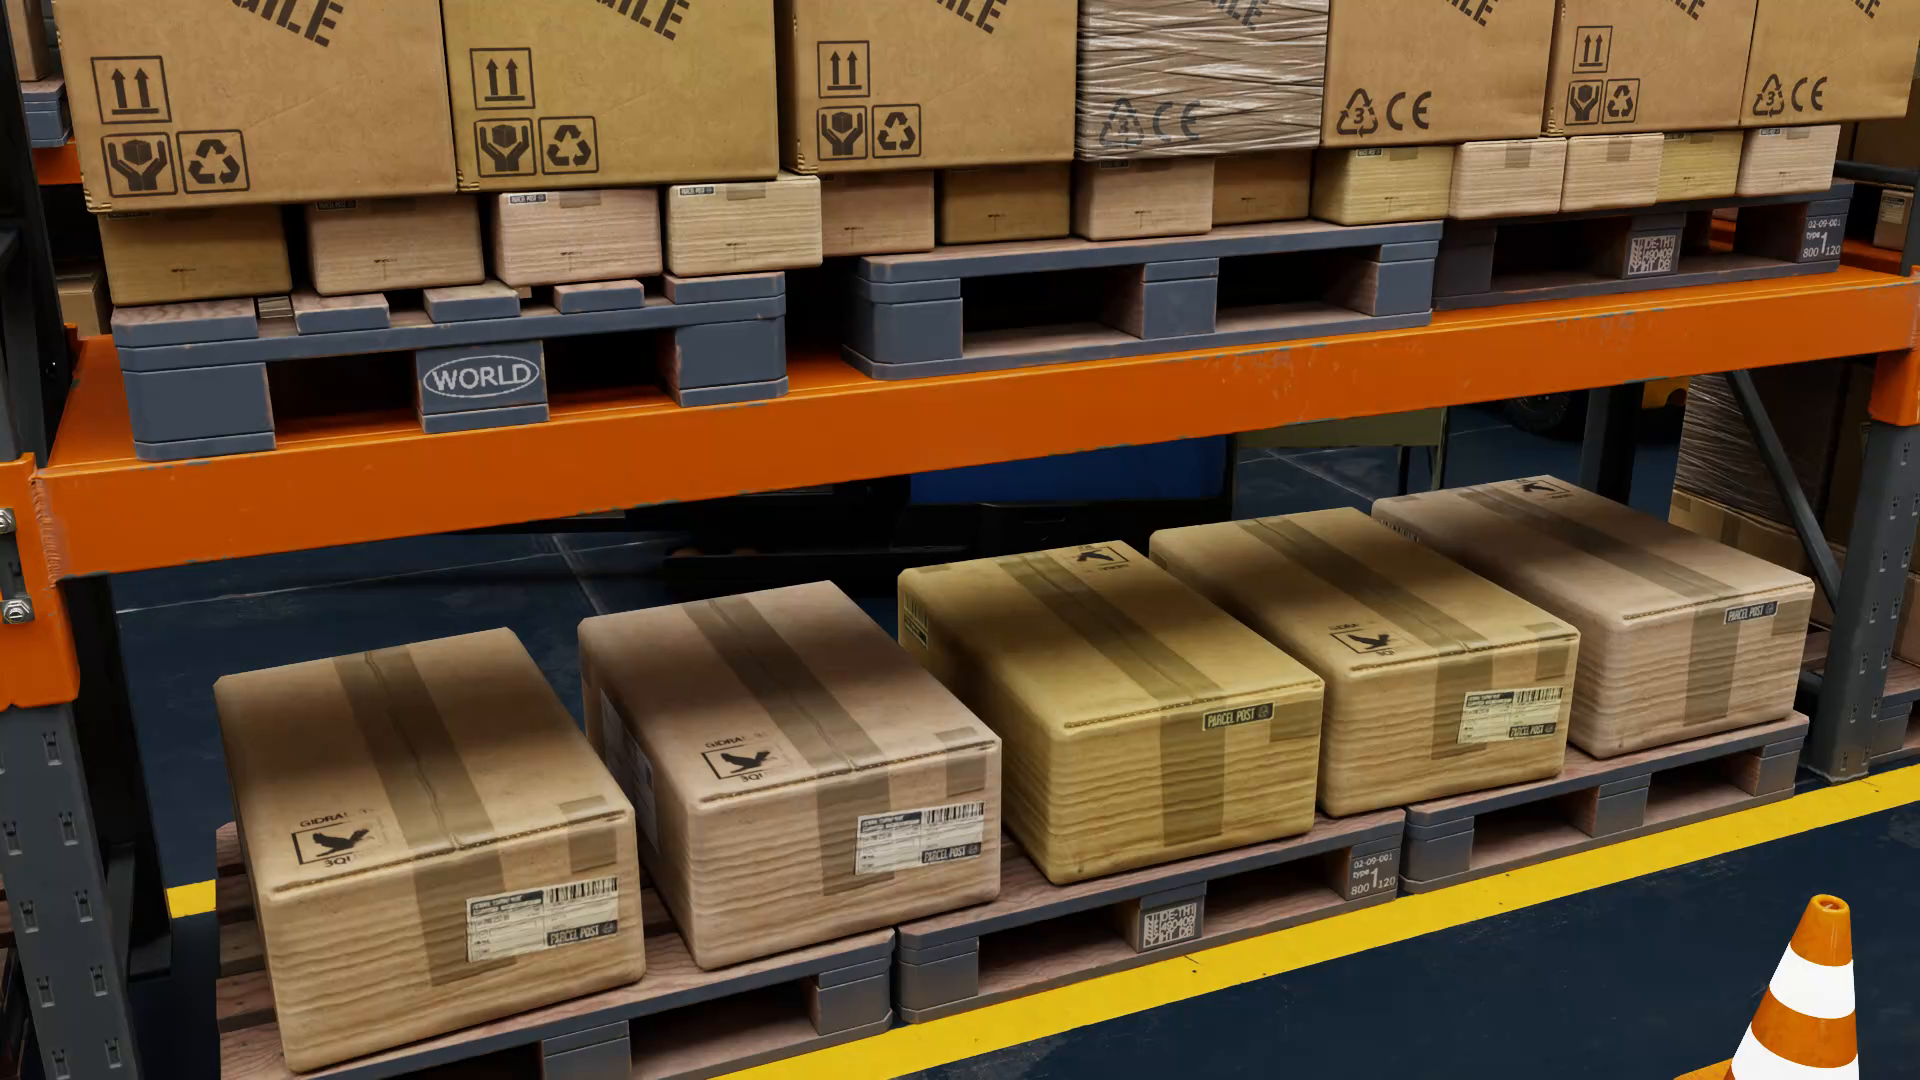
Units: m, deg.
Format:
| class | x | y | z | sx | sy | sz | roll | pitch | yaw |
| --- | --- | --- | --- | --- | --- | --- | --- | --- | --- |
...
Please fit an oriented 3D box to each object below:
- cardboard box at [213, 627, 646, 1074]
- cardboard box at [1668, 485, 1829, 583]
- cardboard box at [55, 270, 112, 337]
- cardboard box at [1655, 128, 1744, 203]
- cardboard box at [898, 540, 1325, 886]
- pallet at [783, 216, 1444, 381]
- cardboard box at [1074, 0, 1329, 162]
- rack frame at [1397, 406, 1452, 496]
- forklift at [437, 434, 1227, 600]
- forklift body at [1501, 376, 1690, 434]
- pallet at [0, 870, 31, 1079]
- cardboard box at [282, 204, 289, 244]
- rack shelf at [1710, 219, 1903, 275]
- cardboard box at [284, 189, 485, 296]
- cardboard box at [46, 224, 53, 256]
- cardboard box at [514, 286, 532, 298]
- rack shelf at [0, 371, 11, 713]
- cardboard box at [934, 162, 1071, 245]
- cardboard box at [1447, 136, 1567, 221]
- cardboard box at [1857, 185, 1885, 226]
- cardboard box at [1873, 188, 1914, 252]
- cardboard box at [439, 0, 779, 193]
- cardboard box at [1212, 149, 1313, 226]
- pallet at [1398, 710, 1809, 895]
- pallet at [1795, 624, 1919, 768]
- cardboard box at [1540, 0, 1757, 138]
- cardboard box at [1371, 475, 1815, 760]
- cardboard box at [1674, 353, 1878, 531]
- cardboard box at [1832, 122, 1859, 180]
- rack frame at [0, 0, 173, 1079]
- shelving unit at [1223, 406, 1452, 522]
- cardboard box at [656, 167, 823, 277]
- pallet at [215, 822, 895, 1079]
| class | x | y | z | sx | sy | sz | roll | pitch | yaw |
| --- | --- | --- | --- | --- | --- | --- | --- | --- | --- |
| cardboard box | -1.068 | 0.550 | 3.268 | 0.625 | 0.372 | 0.950 | -10 | 22 | -26 |
| cardboard box | 2.519 | -0.007 | 5.034 | 0.500 | 0.250 | 0.500 | -7 | 21 | -19 |
| cardboard box | -3.863 | -0.831 | 6.998 | 0.500 | 0.500 | 0.500 | -8 | 21 | -20 |
| cardboard box | 1.470 | -0.845 | 3.651 | 0.250 | 0.149 | 0.380 | -9 | 21 | -24 |
| cardboard box | 0.305 | 0.352 | 3.829 | 0.625 | 0.372 | 0.950 | -7 | 21 | -20 |
| pallet | 0.211 | -0.603 | 3.506 | 1.213 | 0.211 | 1.003 | -8 | 21 | -22 |
| cardboard box | 0.337 | -1.000 | 3.116 | 0.500 | 0.500 | 0.500 | -9 | 21 | -24 |
| rack frame | 1.637 | -0.695 | 5.739 | 0.023 | 1.500 | 0.400 | -1 | 19 | -4 |
| forklift | -0.646 | -1.368 | 5.495 | 3.031 | 2.935 | 1.130 | -1 | 19 | -4 |
| forklift body | 2.767 | -1.780 | 7.838 | 1.214 | 2.155 | 2.313 | -8 | 21 | -22 |
| pallet | -2.344 | 0.976 | 2.933 | 1.213 | 0.211 | 1.003 | -8 | 21 | -22 |
| cardboard box | -1.165 | -0.672 | 3.160 | 0.250 | 0.149 | 0.380 | -8 | 21 | -21 |
| rack shelf | 3.919 | -0.870 | 5.060 | 4.000 | 0.370 | 1.077 | -8 | 21 | -22 |
| cardboard box | -0.945 | -0.513 | 2.708 | 0.250 | 0.149 | 0.380 | -10 | 22 | -25 |
| cardboard box | -4.162 | -1.285 | 7.309 | 0.250 | 0.149 | 0.380 | -7 | 21 | -19 |
| cardboard box | -2.385 | -1.178 | 7.793 | 0.625 | 0.625 | 0.875 | -7 | 21 | -20 |
| rack shelf | -3.427 | 0.182 | 2.071 | 4.000 | 0.370 | 1.077 | -8 | 21 | -22 |
| cardboard box | 0.019 | -0.669 | 3.152 | 0.250 | 0.149 | 0.380 | -7 | 21 | -20 |
| cardboard box | 1.015 | -0.765 | 3.425 | 0.250 | 0.149 | 0.380 | -8 | 21 | -21 |
| cardboard box | 2.483 | -0.998 | 4.719 | 0.250 | 0.149 | 0.380 | -8 | 21 | -21 |
| cardboard box | 2.499 | -0.772 | 4.075 | 0.250 | 0.149 | 0.380 | -8 | 21 | -22 |
| cardboard box | -0.610 | -0.865 | 2.732 | 0.500 | 0.500 | 0.500 | -7 | 21 | -19 |
| cardboard box | 0.494 | -0.741 | 3.356 | 0.250 | 0.149 | 0.380 | -9 | 21 | -24 |
| pallet | 1.368 | 0.472 | 4.365 | 1.213 | 0.211 | 1.003 | -8 | 21 | -22 |
| pallet | 2.685 | 0.270 | 4.938 | 1.213 | 0.211 | 1.003 | -8 | 21 | -22 |
| cardboard box | 1.294 | -1.136 | 3.500 | 0.500 | 0.500 | 0.500 | -8 | 21 | -22 |
| cardboard box | 1.602 | 0.165 | 4.362 | 0.625 | 0.372 | 0.950 | -8 | 21 | -21 |
| cardboard box | 2.519 | -0.361 | 4.909 | 0.500 | 0.500 | 0.500 | -8 | 21 | -23 |
| cardboard box | 2.392 | -1.268 | 4.509 | 0.500 | 0.500 | 0.500 | -9 | 21 | -23 |
| rack frame | -1.590 | -0.420 | 2.699 | 0.127 | 3.000 | 1.000 | -8 | 21 | -22 |
| shelving unit | 1.272 | -0.688 | 5.716 | 0.755 | 1.500 | 0.431 | -1 | 19 | -4 |
| cardboard box | -0.415 | -0.565 | 2.855 | 0.250 | 0.149 | 0.380 | -8 | 21 | -22 |
| pallet | -0.872 | 0.793 | 3.453 | 1.213 | 0.211 | 1.003 | -8 | 21 | -22 |
